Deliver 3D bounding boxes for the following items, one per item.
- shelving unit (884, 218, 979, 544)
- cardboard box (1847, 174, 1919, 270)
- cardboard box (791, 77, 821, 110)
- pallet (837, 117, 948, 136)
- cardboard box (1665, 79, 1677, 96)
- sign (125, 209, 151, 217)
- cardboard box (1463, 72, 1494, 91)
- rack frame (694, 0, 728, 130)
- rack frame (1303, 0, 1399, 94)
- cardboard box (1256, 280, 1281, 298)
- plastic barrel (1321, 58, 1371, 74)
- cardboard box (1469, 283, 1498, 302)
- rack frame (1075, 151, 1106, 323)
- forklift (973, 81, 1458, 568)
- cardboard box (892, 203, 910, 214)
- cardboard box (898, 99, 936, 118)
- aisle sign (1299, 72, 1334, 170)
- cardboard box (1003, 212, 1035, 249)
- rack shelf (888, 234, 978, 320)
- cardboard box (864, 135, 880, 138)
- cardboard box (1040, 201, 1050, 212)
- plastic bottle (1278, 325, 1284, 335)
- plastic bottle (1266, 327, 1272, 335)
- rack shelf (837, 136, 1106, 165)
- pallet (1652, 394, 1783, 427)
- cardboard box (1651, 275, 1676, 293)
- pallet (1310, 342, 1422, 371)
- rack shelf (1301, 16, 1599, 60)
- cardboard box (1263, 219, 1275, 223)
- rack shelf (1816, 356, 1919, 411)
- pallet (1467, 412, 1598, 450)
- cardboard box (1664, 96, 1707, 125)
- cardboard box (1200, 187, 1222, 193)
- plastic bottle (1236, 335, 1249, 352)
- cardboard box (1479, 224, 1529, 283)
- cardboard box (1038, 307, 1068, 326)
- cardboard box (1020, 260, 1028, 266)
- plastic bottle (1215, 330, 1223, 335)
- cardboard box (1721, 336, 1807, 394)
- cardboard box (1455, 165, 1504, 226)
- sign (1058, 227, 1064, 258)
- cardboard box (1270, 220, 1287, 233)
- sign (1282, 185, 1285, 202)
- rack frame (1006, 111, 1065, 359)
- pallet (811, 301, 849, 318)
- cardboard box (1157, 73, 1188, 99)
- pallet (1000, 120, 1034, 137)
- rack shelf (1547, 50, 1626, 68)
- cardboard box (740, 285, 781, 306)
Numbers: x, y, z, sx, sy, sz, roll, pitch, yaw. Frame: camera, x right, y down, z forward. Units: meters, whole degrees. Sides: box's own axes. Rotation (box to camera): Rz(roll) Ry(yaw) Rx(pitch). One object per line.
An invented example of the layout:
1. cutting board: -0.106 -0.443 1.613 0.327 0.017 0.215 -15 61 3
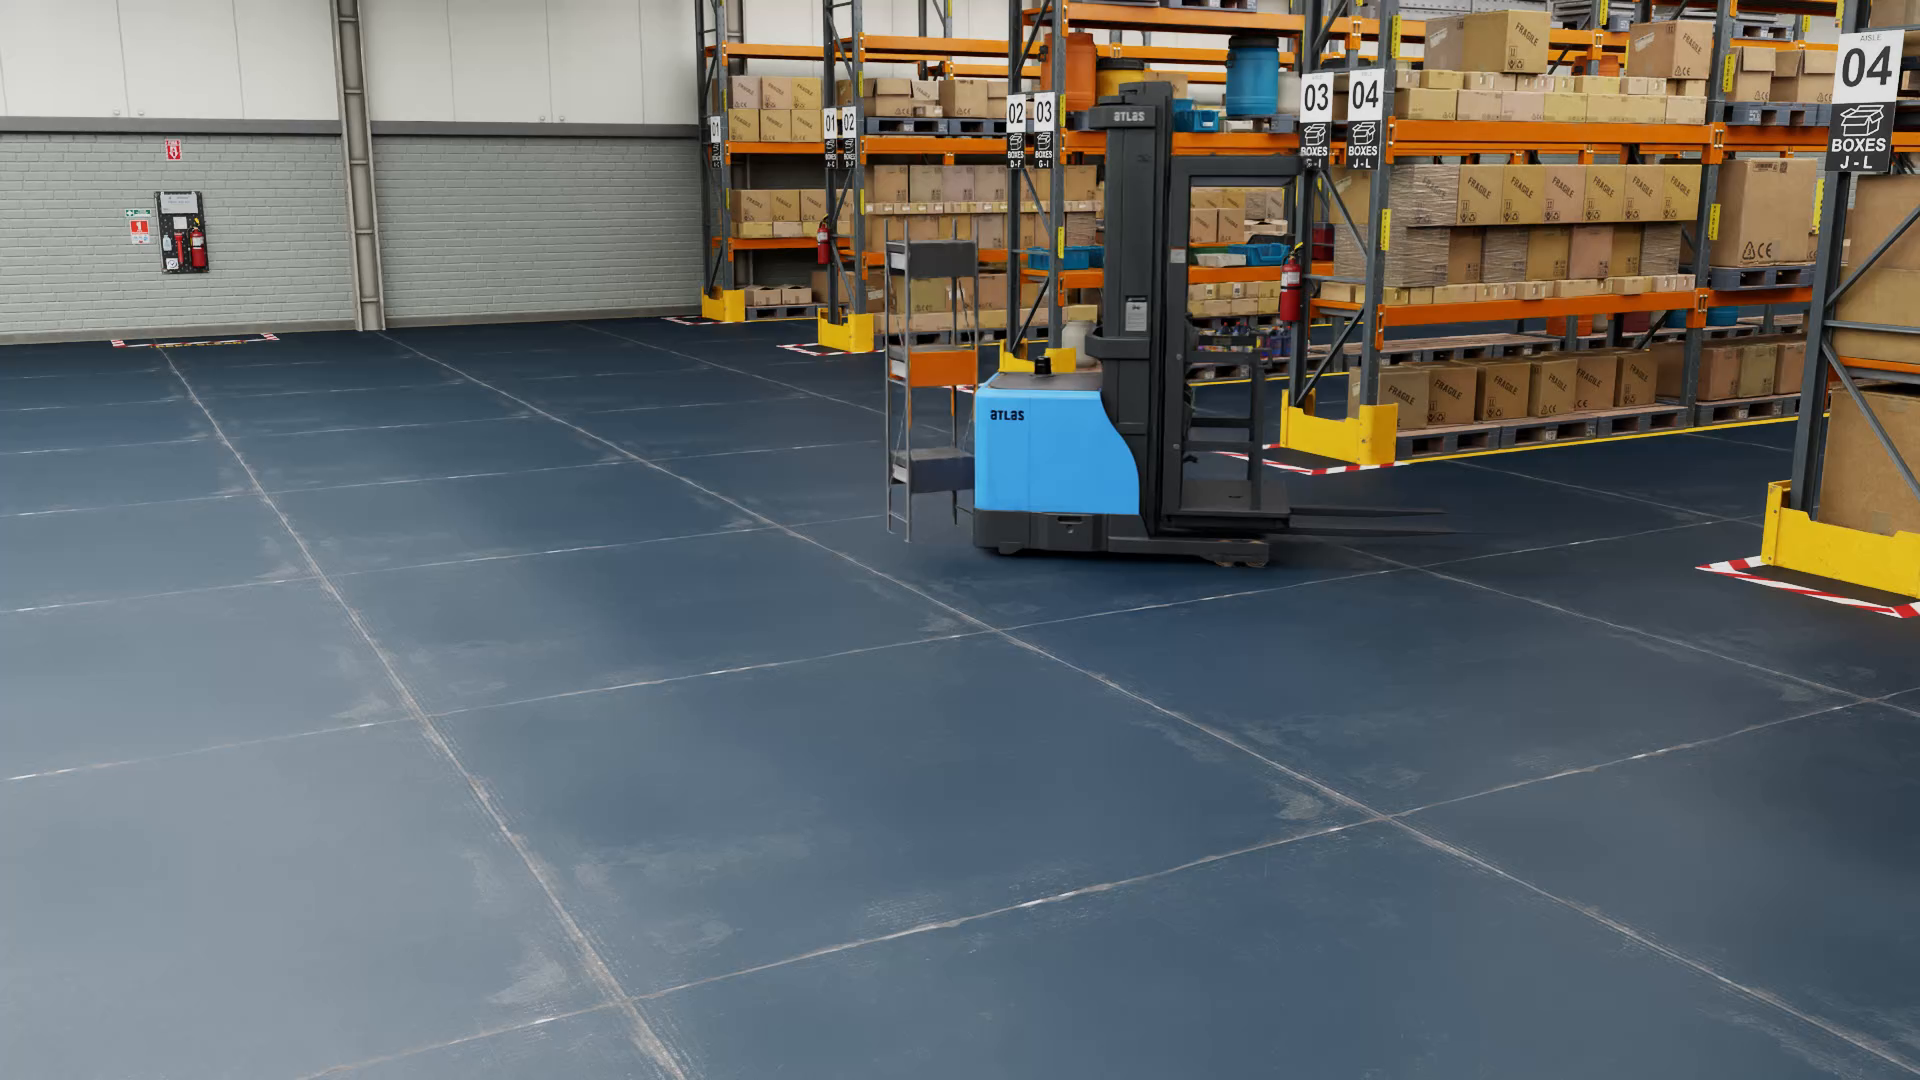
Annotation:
1. shelving unit: -0.187 -1.059 11.034 0.503 2.100 0.431 -5 14 -23
2. cardboard box: 5.825 -1.867 9.774 0.550 0.550 0.875 -7 14 -28
3. cardboard box: -2.564 -7.169 26.748 0.500 0.500 0.500 -6 14 -26
4. pallet: -0.918 -5.601 22.536 1.213 0.211 1.003 -7 14 -28
5. cardboard box: 6.278 -4.107 15.130 0.250 0.149 0.380 -7 14 -27
6. sign: -11.708 -4.659 23.691 0.331 0.109 0.001 -7 14 -28
7. cardboard box: 4.255 -3.845 13.965 0.250 0.149 0.380 -6 14 -26
8. rack frame: -3.928 -7.993 26.129 0.127 3.000 1.000 -7 14 -28
9. rack frame: 3.192 -5.129 13.404 0.127 3.000 1.000 -7 14 -28
10. cardboard box: 4.676 -3.932 25.777 0.500 0.311 0.500 -7 14 -29
11. plastic barrel: 4.673 -5.381 20.213 0.708 0.901 0.600 -7 14 -28
12. cardboard box: 4.444 -2.165 14.469 0.250 0.149 0.380 -7 14 -28
13. rack frame: 1.960 -4.533 24.417 0.127 3.000 1.000 -7 14 -28
14. forklift: 1.641 -1.383 10.577 3.031 2.935 1.130 2 13 8
15. cardboard box: -0.873 -4.505 22.590 0.250 0.149 0.380 -7 15 -29
16. cardboard box: -0.666 -5.947 22.937 0.500 0.250 0.500 -7 14 -28
17. aisle sign: 2.994 -3.522 14.005 0.004 0.787 0.394 -7 14 -28
18. cardboard box: 0.672 -4.425 23.710 0.500 0.500 0.700 -7 14 -27
19. rack shelf: -0.187 -1.729 10.884 0.480 0.518 0.431 -5 14 -23
20. cardboard box: -1.660 -6.792 27.350 0.500 0.500 0.500 -7 15 -30
21. cardboard box: 1.147 -4.746 23.663 0.250 0.149 0.380 -7 14 -28
22. plastic bottle: 3.834 -2.404 19.992 0.185 0.351 0.144 -7 14 -28
23. plastic bottle: 3.840 -2.512 20.652 0.097 0.271 0.097 0 13 0
24. rack shelf: 0.205 -5.435 23.232 4.000 0.370 1.077 -7 14 -28
25. pallet: 7.386 -1.345 16.604 1.213 0.211 1.003 -7 14 -28
26. cardboard box: 6.432 -2.397 15.499 0.250 0.149 0.380 -7 14 -28
27. pallet: 5.001 -2.307 20.880 1.213 0.211 1.003 -7 14 -28
28. rack shelf: 6.086 -6.169 20.573 4.000 0.370 1.077 -7 14 -28
29. cardboard box: 5.781 -6.037 31.628 0.250 0.149 0.380 -7 14 -28
30. rack shelf: 7.236 -1.095 10.782 4.000 0.370 1.077 -7 14 -28
31. pallet: 5.059 -1.056 15.320 1.213 0.211 1.003 -7 14 -28
32. cardboard box: 6.428 -3.915 15.183 0.500 0.250 0.500 -6 14 -26
33. cardboard box: 4.525 -6.585 30.880 0.500 0.250 0.500 -7 14 -27
34. plastic bottle: 3.307 -2.270 19.564 0.135 0.276 0.152 -7 14 -27
35. cardboard box: 4.529 -2.569 14.786 0.500 0.500 0.875 -7 14 -28
36. cardboard box: 1.214 -3.254 24.044 0.500 0.250 0.500 -7 14 -28
37. cardboard box: 1.061 -5.031 29.615 0.500 0.250 0.500 -7 15 -29
38. plastic bottle: 3.146 -2.414 20.214 0.097 0.271 0.097 0 13 0
39. cardboard box: 8.171 -1.784 16.896 0.500 0.500 0.700 -8 15 -33
40. cardboard box: 4.248 -2.941 14.161 0.500 0.500 0.500 -7 14 -28
41. sign: 1.079 -3.185 17.801 0.005 0.325 0.100 -7 14 -28
42. cardboard box: 5.131 -4.880 26.164 0.500 0.311 0.500 -6 14 -24
43. sign: 5.203 -5.583 26.629 0.005 0.325 0.100 -7 14 -28
44. rack frame: 0.819 -3.157 18.304 0.127 3.000 1.000 -7 14 -28
45. pallet: -2.061 -3.920 28.045 1.213 0.211 1.003 -7 14 -28
46. cardboard box: 3.009 -6.615 24.517 0.500 0.500 0.500 -5 14 -22
47. pallet: 1.224 -5.858 23.677 1.213 0.211 1.003 -7 14 -28
48. rack shelf: 10.737 -8.159 28.513 4.000 0.370 1.077 -7 14 -28
49. cardboard box: -3.277 -4.024 27.281 0.500 0.311 0.500 -9 15 -34
